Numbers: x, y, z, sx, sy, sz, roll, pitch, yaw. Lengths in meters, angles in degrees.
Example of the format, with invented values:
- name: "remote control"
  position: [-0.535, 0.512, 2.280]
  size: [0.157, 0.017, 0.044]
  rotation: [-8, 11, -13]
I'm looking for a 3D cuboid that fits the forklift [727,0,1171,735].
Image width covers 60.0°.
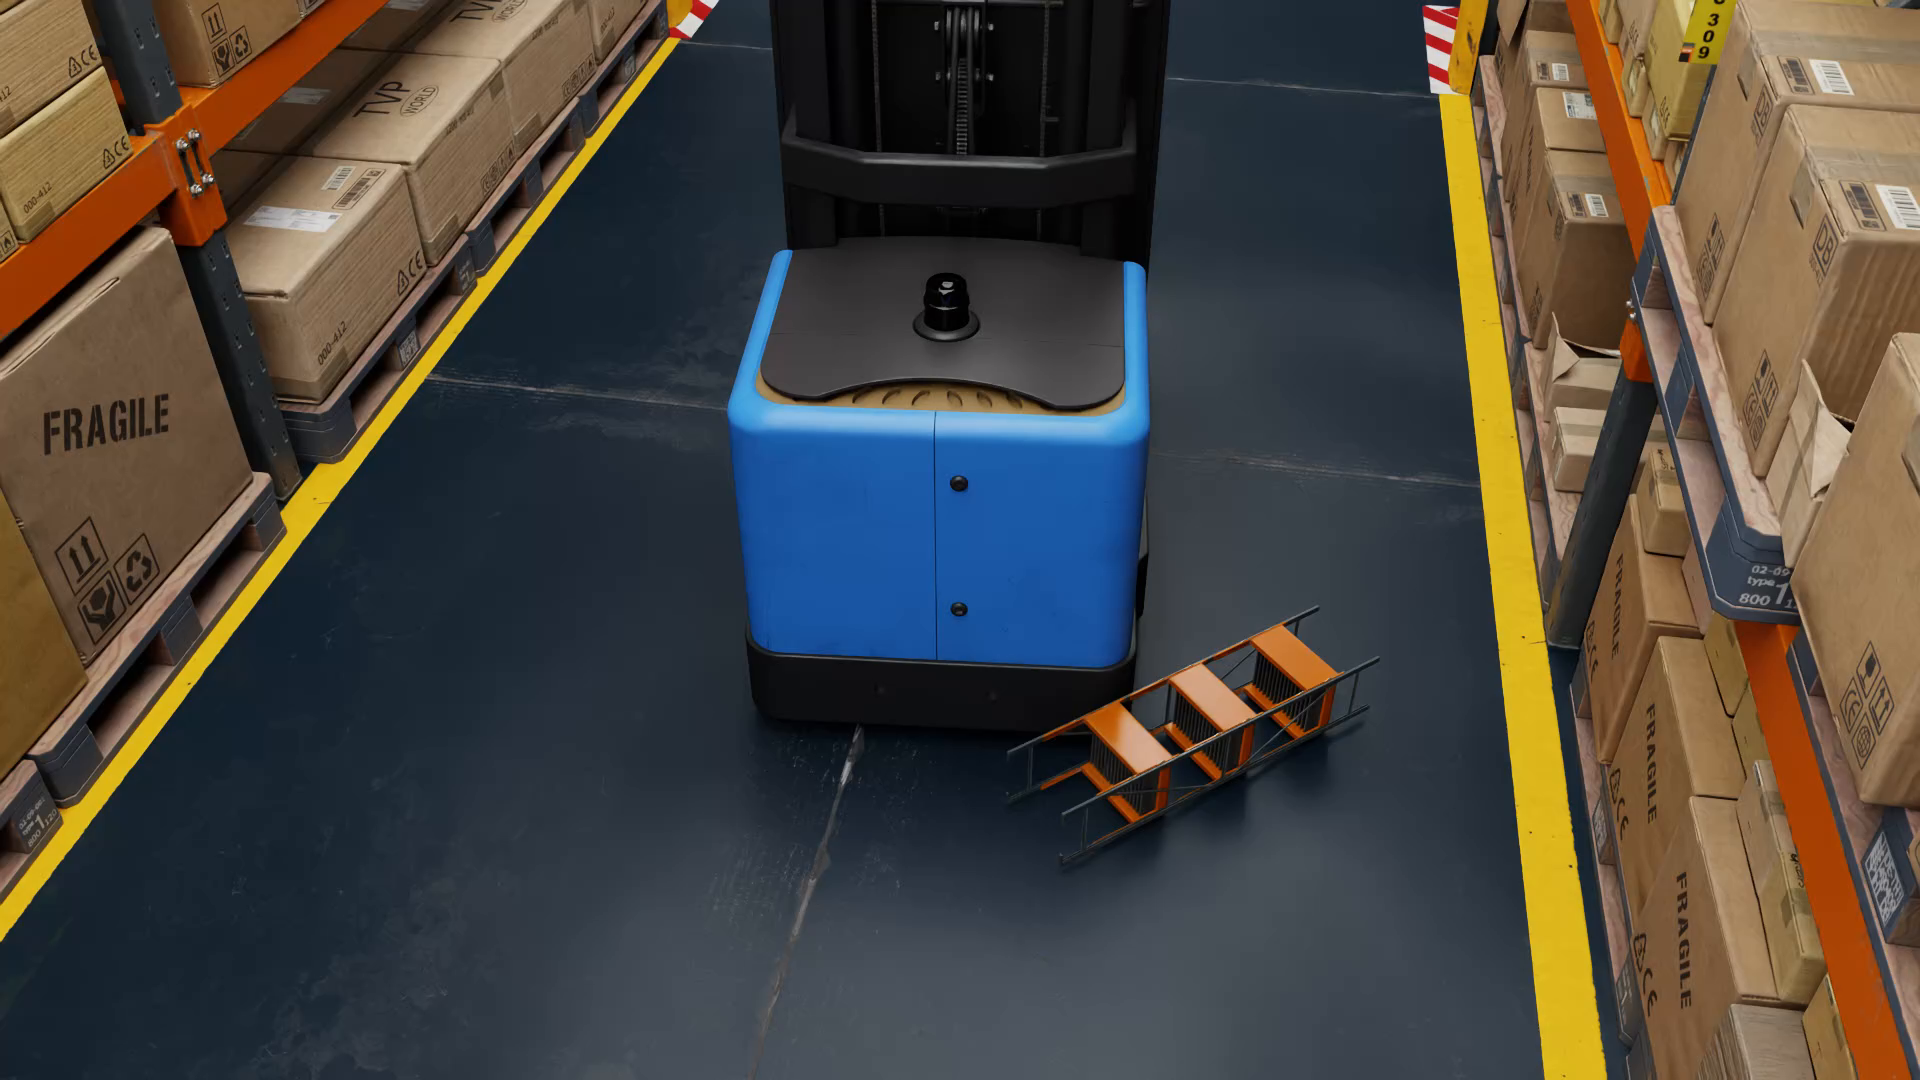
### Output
- name: "forklift"
  position: [0.043, -1.527, 4.797]
  size: [1.130, 2.935, 3.031]
  rotation: [3, 40, 3]

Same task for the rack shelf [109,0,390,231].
- name: "rack shelf"
  position: [-2.322, -2.346, 6.298]
  size: [1.077, 0.370, 4.000]
  rotation: [6, 40, 8]

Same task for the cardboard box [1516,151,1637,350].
- name: "cardboard box"
  position: [2.349, -0.975, 5.707]
  size: [0.700, 0.500, 0.500]
  rotation: [5, 40, 6]

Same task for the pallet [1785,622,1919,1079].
- name: "pallet"
  position: [1.861, 0.540, 2.393]
  size: [1.003, 0.211, 1.213]
  rotation: [6, 40, 8]

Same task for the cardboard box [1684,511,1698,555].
- name: "cardboard box"
  position: [1.900, -0.022, 3.812]
  size: [0.380, 0.149, 0.250]
  rotation: [5, 40, 6]

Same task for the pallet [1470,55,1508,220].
- name: "pallet"
  position: [2.764, -1.710, 7.153]
  size: [1.003, 0.211, 1.213]
  rotation: [6, 40, 8]

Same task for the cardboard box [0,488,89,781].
- name: "cardboard box"
  position: [-2.845, 0.255, 3.926]
  size: [0.875, 0.875, 0.875]
  rotation: [7, 40, 9]

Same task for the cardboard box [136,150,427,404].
- name: "cardboard box"
  position: [-2.454, -0.924, 5.695]
  size: [0.875, 0.438, 0.875]
  rotation: [6, 40, 7]

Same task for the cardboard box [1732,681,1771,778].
- name: "cardboard box"
  position: [1.858, 0.443, 3.484]
  size: [0.380, 0.149, 0.250]
  rotation: [6, 40, 7]

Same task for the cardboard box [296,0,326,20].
- name: "cardboard box"
  position: [-2.238, -1.987, 5.221]
  size: [0.500, 0.500, 0.500]
  rotation: [7, 40, 8]

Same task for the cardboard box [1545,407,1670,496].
- name: "cardboard box"
  position: [2.029, -0.268, 5.128]
  size: [0.380, 0.149, 0.250]
  rotation: [5, 40, 6]

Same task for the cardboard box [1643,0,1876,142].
- name: "cardboard box"
  position: [2.069, -1.226, 4.263]
  size: [0.500, 0.250, 0.500]
  rotation: [7, 40, 9]

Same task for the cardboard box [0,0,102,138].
- name: "cardboard box"
  position: [-2.505, -1.199, 4.072]
  size: [0.500, 0.250, 0.500]
  rotation: [6, 40, 8]

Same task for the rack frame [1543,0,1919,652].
- name: "rack frame"
  position: [2.222, -0.823, 3.891]
  size: [1.000, 3.000, 0.127]
  rotation: [6, 40, 8]

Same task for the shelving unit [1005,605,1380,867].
- name: "shelving unit"
  position: [0.630, 0.506, 4.445]
  size: [1.050, 0.215, 0.252]
  rotation: [-22, 44, -24]

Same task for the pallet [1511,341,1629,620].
- name: "pallet"
  position: [2.341, -0.179, 5.301]
  size: [1.003, 0.211, 1.213]
  rotation: [6, 40, 8]

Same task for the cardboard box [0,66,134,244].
- name: "cardboard box"
  position: [-2.497, -1.001, 4.224]
  size: [0.500, 0.250, 0.500]
  rotation: [5, 40, 7]

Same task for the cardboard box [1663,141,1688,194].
- name: "cardboard box"
  position: [2.028, -0.954, 4.247]
  size: [0.380, 0.149, 0.250]
  rotation: [7, 40, 8]

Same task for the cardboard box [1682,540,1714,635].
- name: "cardboard box"
  position: [1.926, 0.107, 3.890]
  size: [0.380, 0.149, 0.250]
  rotation: [5, 40, 6]

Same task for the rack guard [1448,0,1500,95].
- name: "rack guard"
  position: [2.901, -2.322, 7.666]
  size: [1.175, 0.500, 0.348]
  rotation: [6, 40, 8]

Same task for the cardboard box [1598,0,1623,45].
- name: "cardboard box"
  position: [2.161, -1.611, 5.041]
  size: [0.380, 0.149, 0.250]
  rotation: [6, 40, 7]

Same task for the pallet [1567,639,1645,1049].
- name: "pallet"
  position: [2.118, 0.767, 4.157]
  size: [1.003, 0.211, 1.213]
  rotation: [6, 40, 8]

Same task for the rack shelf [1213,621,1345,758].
- name: "rack shelf"
  position: [0.861, 0.413, 4.558]
  size: [0.259, 0.215, 0.240]
  rotation: [-22, 44, -24]

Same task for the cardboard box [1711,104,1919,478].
- name: "cardboard box"
  position: [1.828, -0.419, 2.995]
  size: [0.700, 0.500, 0.500]
  rotation: [7, 40, 8]

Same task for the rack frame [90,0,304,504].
- name: "rack frame"
  position: [-2.668, -1.368, 4.550]
  size: [1.000, 3.000, 0.127]
  rotation: [6, 40, 8]

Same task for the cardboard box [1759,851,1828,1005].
- name: "cardboard box"
  position: [1.733, 0.751, 3.111]
  size: [0.380, 0.149, 0.250]
  rotation: [8, 40, 9]

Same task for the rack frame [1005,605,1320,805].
- name: "rack frame"
  position: [0.565, 0.440, 4.525]
  size: [1.050, 0.200, 0.008]
  rotation: [-22, 44, -24]

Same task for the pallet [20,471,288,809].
- name: "pallet"
  position: [-2.727, 0.199, 4.843]
  size: [1.003, 0.211, 1.213]
  rotation: [6, 40, 8]

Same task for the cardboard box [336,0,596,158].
- name: "cardboard box"
  position: [-2.141, -2.052, 7.059]
  size: [0.875, 0.438, 0.875]
  rotation: [7, 40, 9]

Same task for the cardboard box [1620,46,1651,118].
- name: "cardboard box"
  position: [2.073, -1.286, 4.648]
  size: [0.380, 0.149, 0.250]
  rotation: [7, 40, 9]

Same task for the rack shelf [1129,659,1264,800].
- name: "rack shelf"
  position: [0.621, 0.510, 4.441]
  size: [0.259, 0.215, 0.240]
  rotation: [-22, 44, -24]

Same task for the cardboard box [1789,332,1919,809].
- name: "cardboard box"
  position: [1.692, 0.073, 2.399]
  size: [0.700, 0.500, 0.500]
  rotation: [6, 40, 7]

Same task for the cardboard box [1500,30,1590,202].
- name: "cardboard box"
  position: [2.528, -1.626, 6.495]
  size: [0.700, 0.500, 0.500]
  rotation: [8, 40, 9]

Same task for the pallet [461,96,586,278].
- name: "pallet"
  position: [-2.250, -1.530, 6.934]
  size: [1.003, 0.211, 1.213]
  rotation: [6, 40, 8]

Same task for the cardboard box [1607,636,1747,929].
- name: "cardboard box"
  position: [1.834, 0.593, 3.811]
  size: [0.500, 0.500, 0.500]
  rotation: [6, 40, 7]

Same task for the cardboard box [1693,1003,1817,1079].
- name: "cardboard box"
  position: [1.647, 1.230, 3.040]
  size: [0.500, 0.500, 0.500]
  rotation: [5, 40, 6]

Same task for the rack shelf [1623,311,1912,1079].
- name: "rack shelf"
  position: [1.875, 0.710, 2.602]
  size: [1.077, 0.370, 4.000]
  rotation: [6, 40, 8]
